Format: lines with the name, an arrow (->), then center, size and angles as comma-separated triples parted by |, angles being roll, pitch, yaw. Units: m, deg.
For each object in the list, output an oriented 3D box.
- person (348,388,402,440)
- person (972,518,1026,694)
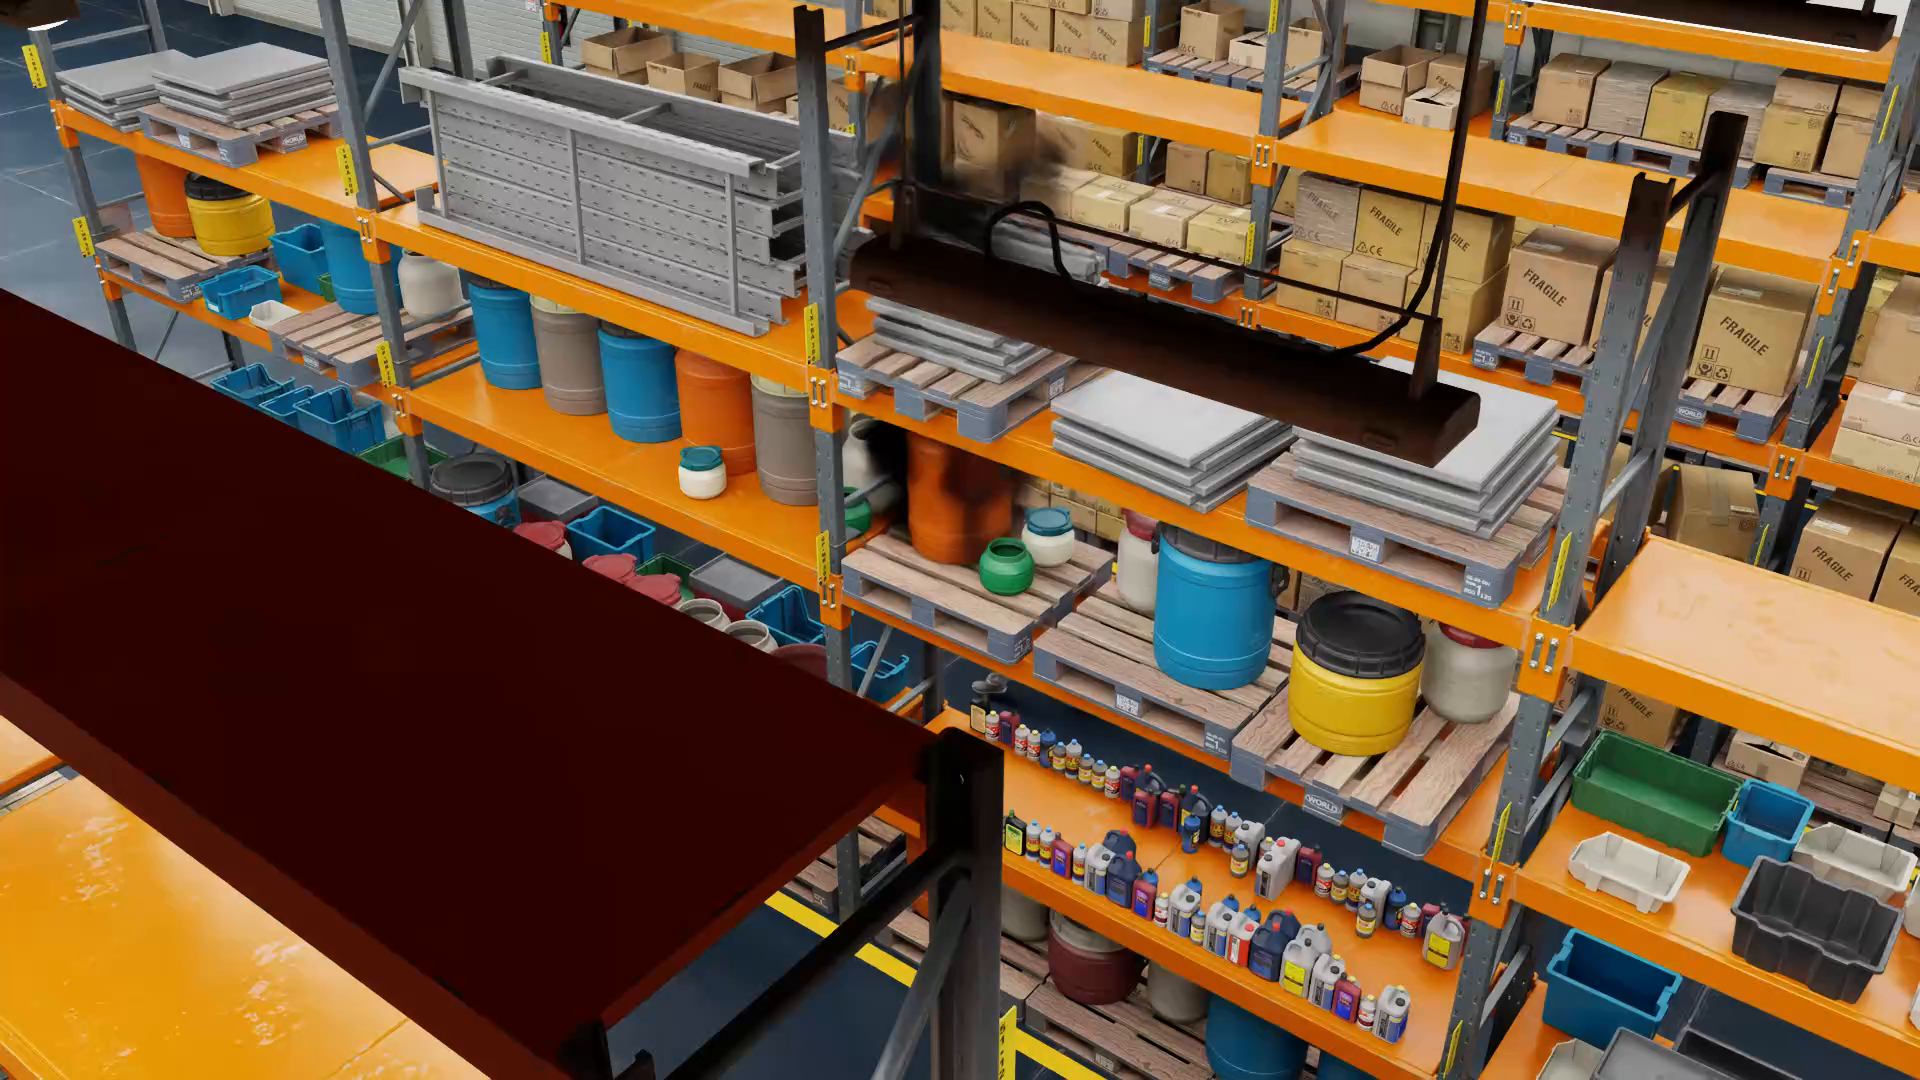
person -> -5.705, -1.442, 15.986 | 0.818, 1.811, 0.685 | 18, 36, 27
person -> 0.519, 0.541, 12.775 | 0.879, 1.666, 0.606 | 15, 34, 23
